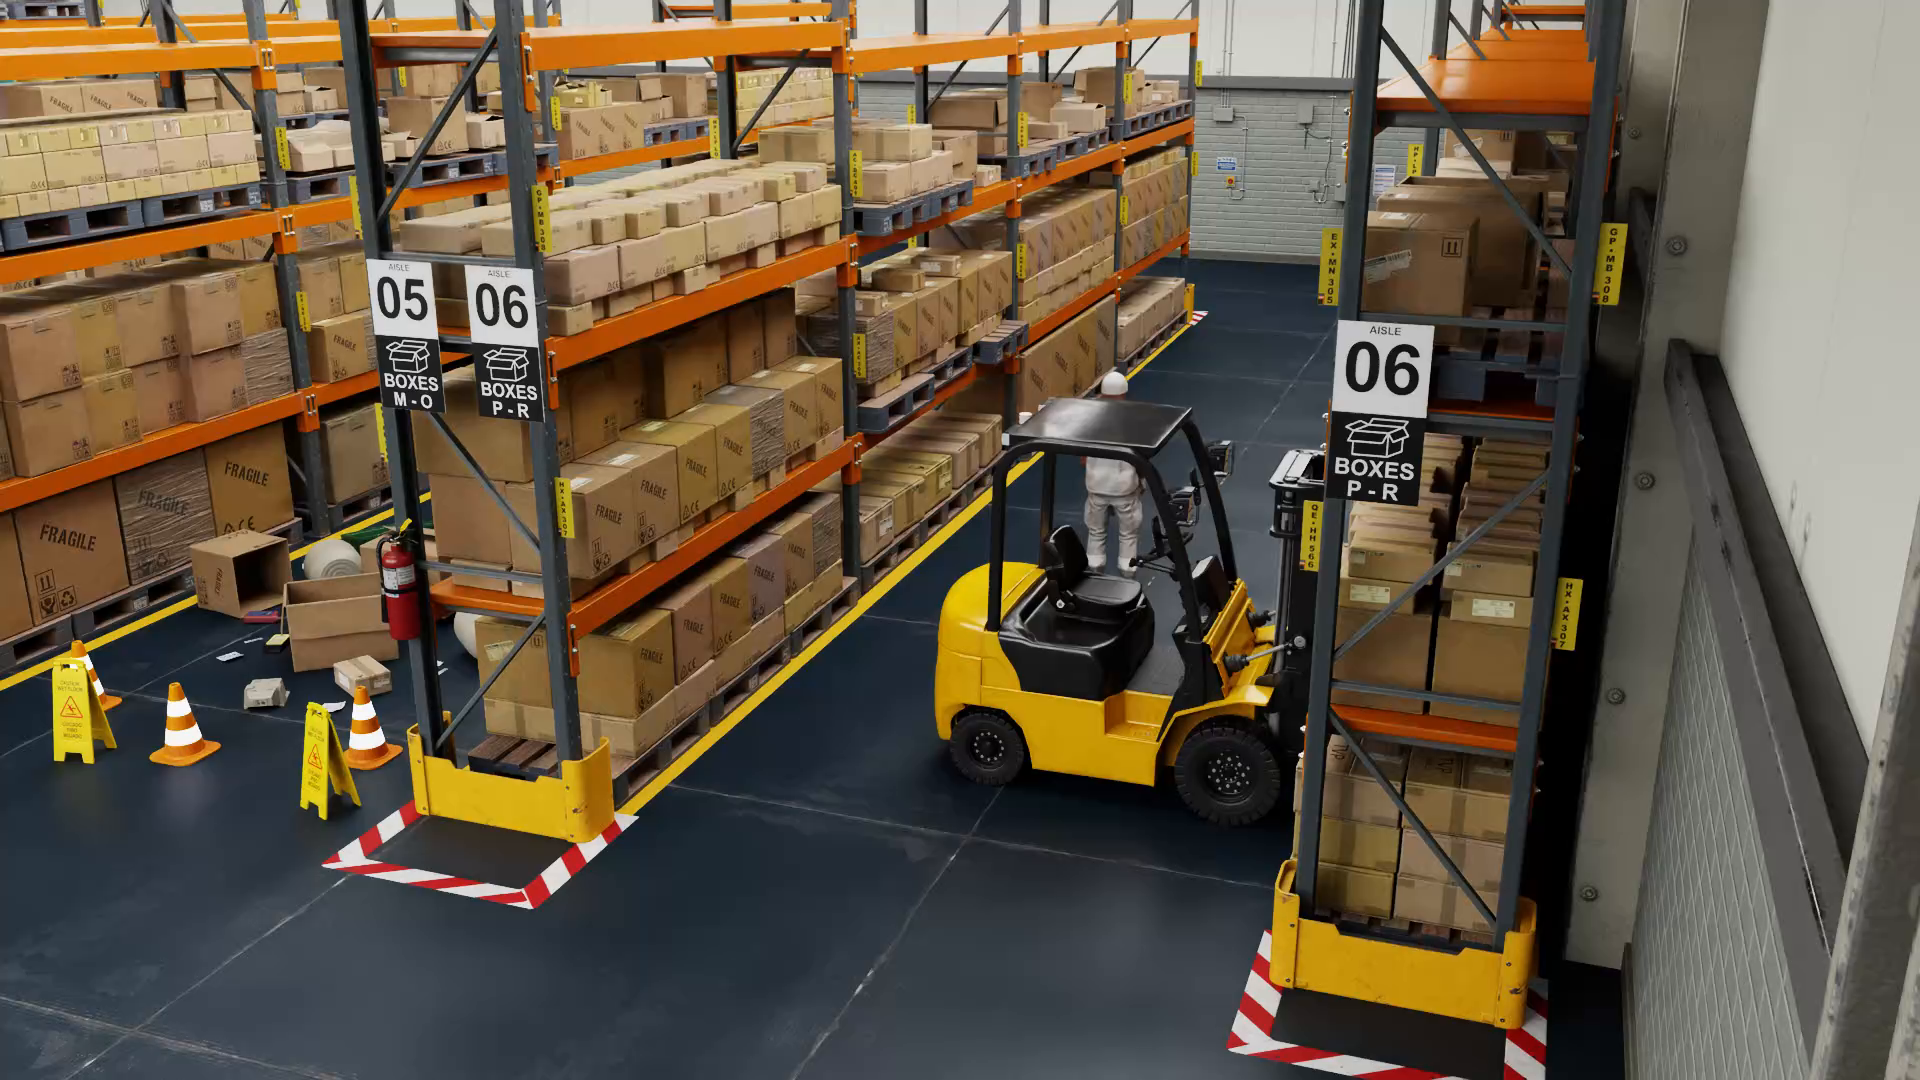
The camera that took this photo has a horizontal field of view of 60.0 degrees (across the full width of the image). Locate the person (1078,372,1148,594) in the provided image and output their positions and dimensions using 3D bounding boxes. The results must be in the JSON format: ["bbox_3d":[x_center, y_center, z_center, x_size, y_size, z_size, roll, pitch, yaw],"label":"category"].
[{"bbox_3d":[1.166,-0.404,12.731,0.541,1.789,0.425,6,19,17],"label":"person"}]
